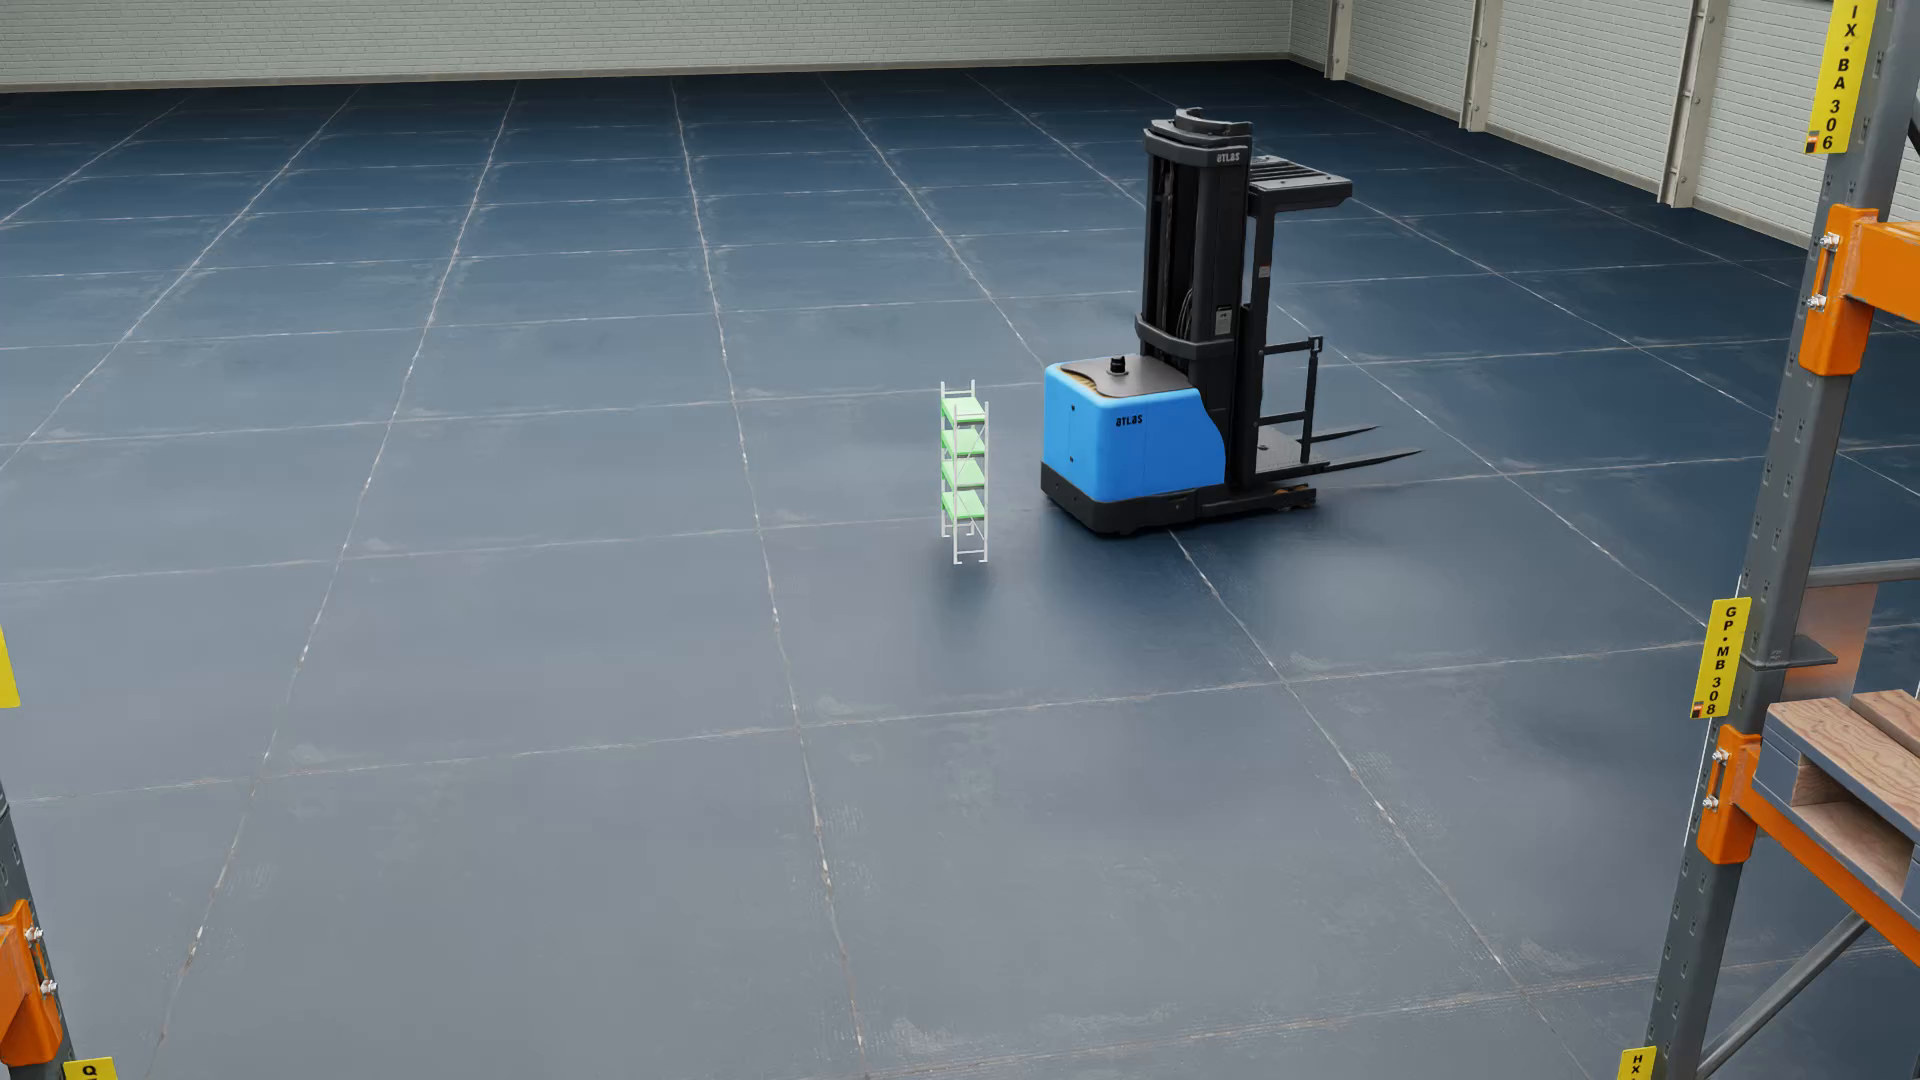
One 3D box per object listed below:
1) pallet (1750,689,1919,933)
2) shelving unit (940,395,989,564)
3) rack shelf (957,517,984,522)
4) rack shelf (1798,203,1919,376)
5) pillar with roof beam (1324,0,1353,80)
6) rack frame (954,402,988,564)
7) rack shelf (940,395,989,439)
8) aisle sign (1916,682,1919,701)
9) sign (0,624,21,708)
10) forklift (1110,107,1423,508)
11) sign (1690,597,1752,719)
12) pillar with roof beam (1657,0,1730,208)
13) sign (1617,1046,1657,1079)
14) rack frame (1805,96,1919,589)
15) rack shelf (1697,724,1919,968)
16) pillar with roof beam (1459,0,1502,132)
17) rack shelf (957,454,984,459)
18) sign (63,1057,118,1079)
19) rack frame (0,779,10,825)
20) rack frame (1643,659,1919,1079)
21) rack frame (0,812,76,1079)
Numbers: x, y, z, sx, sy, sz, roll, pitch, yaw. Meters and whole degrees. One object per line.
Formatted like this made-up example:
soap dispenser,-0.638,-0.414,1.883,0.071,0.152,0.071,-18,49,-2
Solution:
pallet,2.463,0.676,3.443,1.003,0.211,1.213,-4,24,-10
shelving unit,0.032,-0.482,11.856,0.258,1.200,0.492,-4,24,-10
rack shelf,0.031,-0.232,11.971,0.199,0.029,0.442,-4,24,-10
rack shelf,2.776,0.182,1.990,1.077,0.370,4.000,-4,24,-10
pillar with roof beam,3.343,-13.121,31.050,9.100,9.000,0.400,-4,24,-10
rack frame,0.076,-0.389,11.641,0.240,1.200,0.015,-4,24,-10
rack shelf,0.031,-0.866,11.694,0.258,0.148,0.480,-4,24,-10
aisle sign,2.684,0.390,4.362,0.394,0.787,0.004,-4,24,-10
sign,-1.913,0.184,3.227,0.100,0.325,0.005,-4,24,-10
forklift,2.197,-1.743,12.580,3.031,2.935,1.121,-10,25,-21
sign,1.864,0.291,4.076,0.100,0.325,0.005,-4,24,-10
pillar with roof beam,5.562,-8.401,20.243,9.100,9.000,0.400,-4,24,-10
sign,1.864,1.543,4.623,0.100,0.325,0.005,-4,24,-10
rack frame,2.403,-1.118,3.566,0.949,2.616,0.053,-4,24,-10
rack shelf,2.776,1.373,2.510,1.077,0.370,4.000,-4,24,-10
pillar with roof beam,4.453,-10.761,25.647,9.100,9.000,0.400,-4,24,-10
rack shelf,0.031,-0.672,11.779,0.199,0.029,0.442,-4,24,-10
sign,-1.913,1.289,3.709,0.100,0.325,0.005,-4,24,-10
rack frame,-2.462,-0.752,2.727,1.000,3.000,0.127,-4,24,-10
rack frame,2.406,1.631,4.767,1.000,3.000,0.127,-4,24,-10
rack frame,-2.462,1.998,3.928,1.000,3.000,0.127,-4,24,-10
